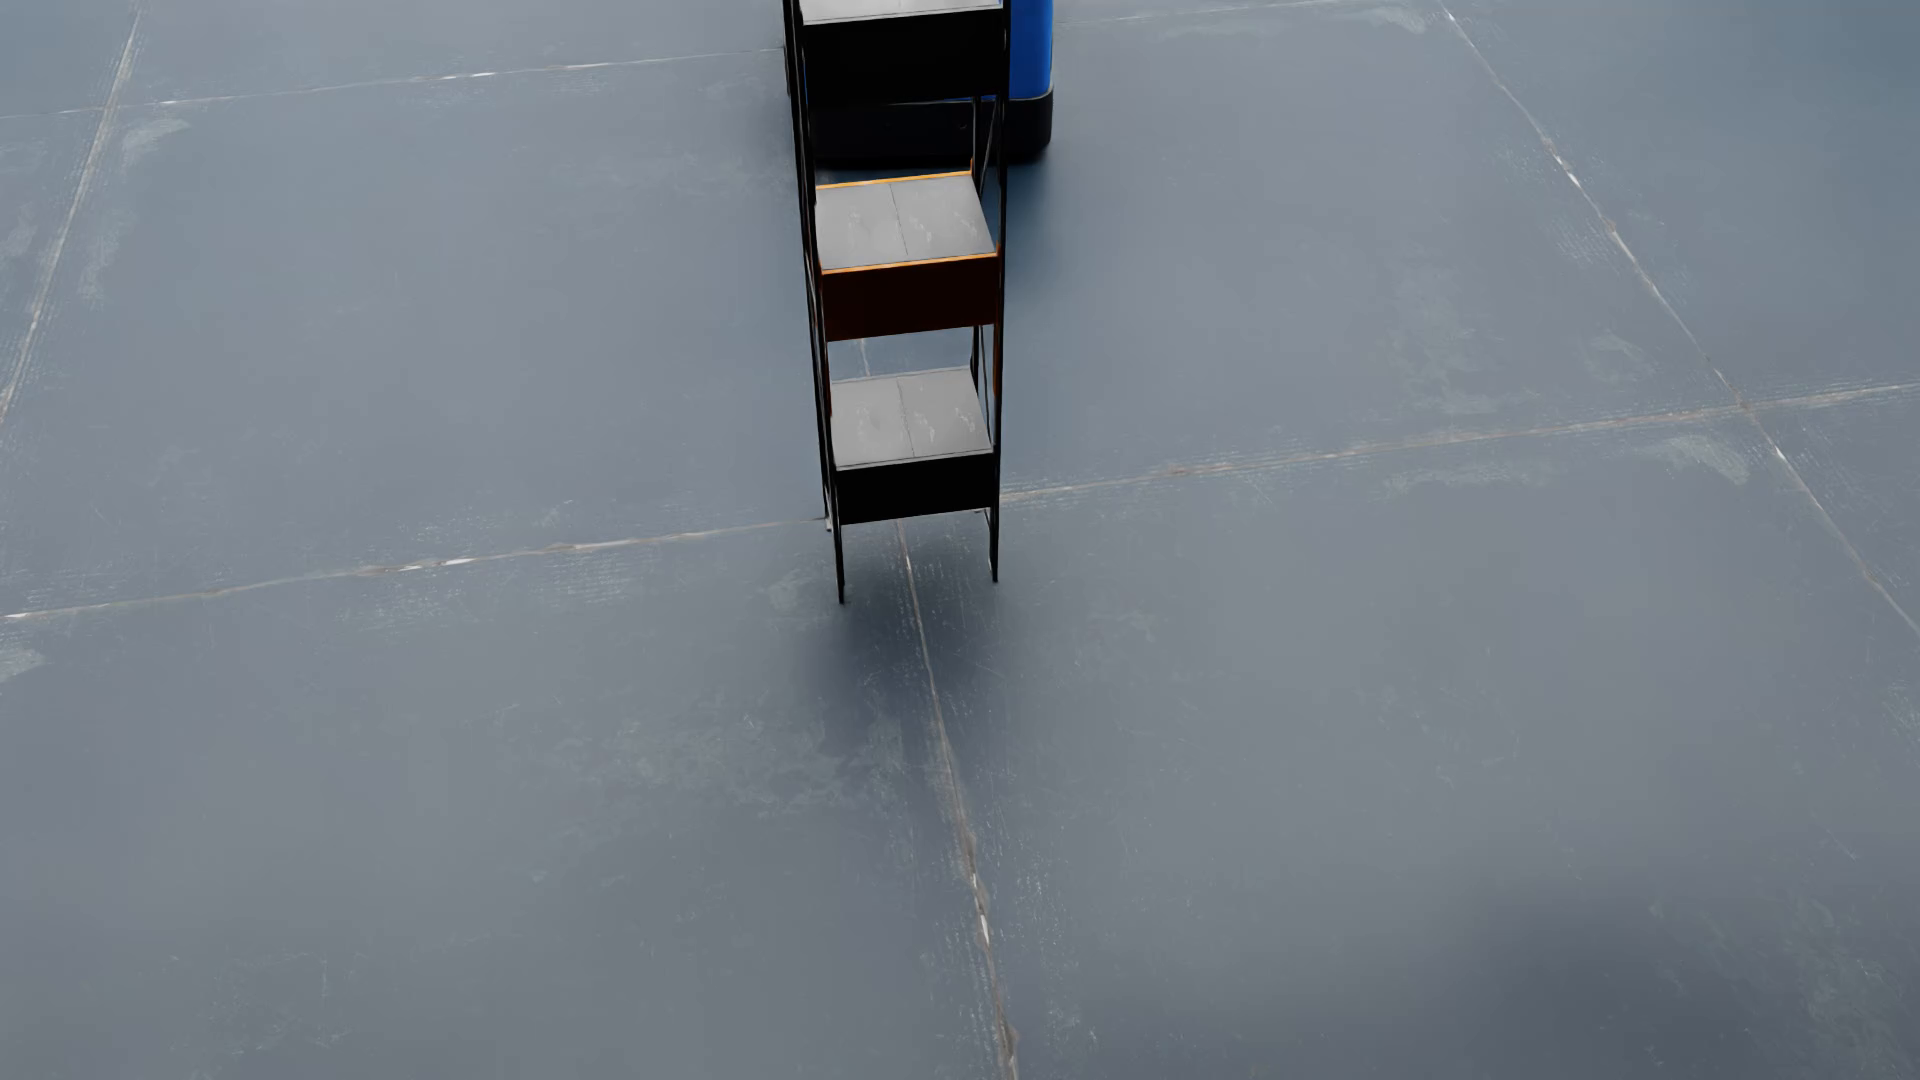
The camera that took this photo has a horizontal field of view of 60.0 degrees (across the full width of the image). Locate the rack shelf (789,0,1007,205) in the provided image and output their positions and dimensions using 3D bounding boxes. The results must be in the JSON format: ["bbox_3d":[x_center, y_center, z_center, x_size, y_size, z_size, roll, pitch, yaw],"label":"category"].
[{"bbox_3d":[-0.163,-1.184,4.104,0.480,0.518,0.431,-7,46,-7],"label":"rack shelf"}]

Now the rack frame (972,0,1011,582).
[{"bbox_3d":[0.077,-0.738,4.627,0.015,2.100,0.400,-7,46,-7],"label":"rack frame"}]

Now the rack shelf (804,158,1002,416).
[{"bbox_3d":[-0.163,-0.699,4.608,0.480,0.518,0.431,-7,46,-7],"label":"rack shelf"}]

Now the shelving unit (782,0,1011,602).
[{"bbox_3d":[-0.163,-0.708,4.598,0.503,2.100,0.431,-7,46,-7],"label":"shelving unit"}]

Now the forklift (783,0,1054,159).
[{"bbox_3d":[-0.241,-3.626,6.831,1.130,2.935,3.031,-3,46,-3],"label":"forklift"}]

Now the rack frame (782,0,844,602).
[{"bbox_3d":[-0.404,-0.678,4.569,0.015,2.100,0.400,-7,46,-7],"label":"rack frame"}]

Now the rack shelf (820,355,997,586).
[{"bbox_3d":[-0.163,-0.213,5.112,0.480,0.518,0.431,-7,46,-7],"label":"rack shelf"}]
